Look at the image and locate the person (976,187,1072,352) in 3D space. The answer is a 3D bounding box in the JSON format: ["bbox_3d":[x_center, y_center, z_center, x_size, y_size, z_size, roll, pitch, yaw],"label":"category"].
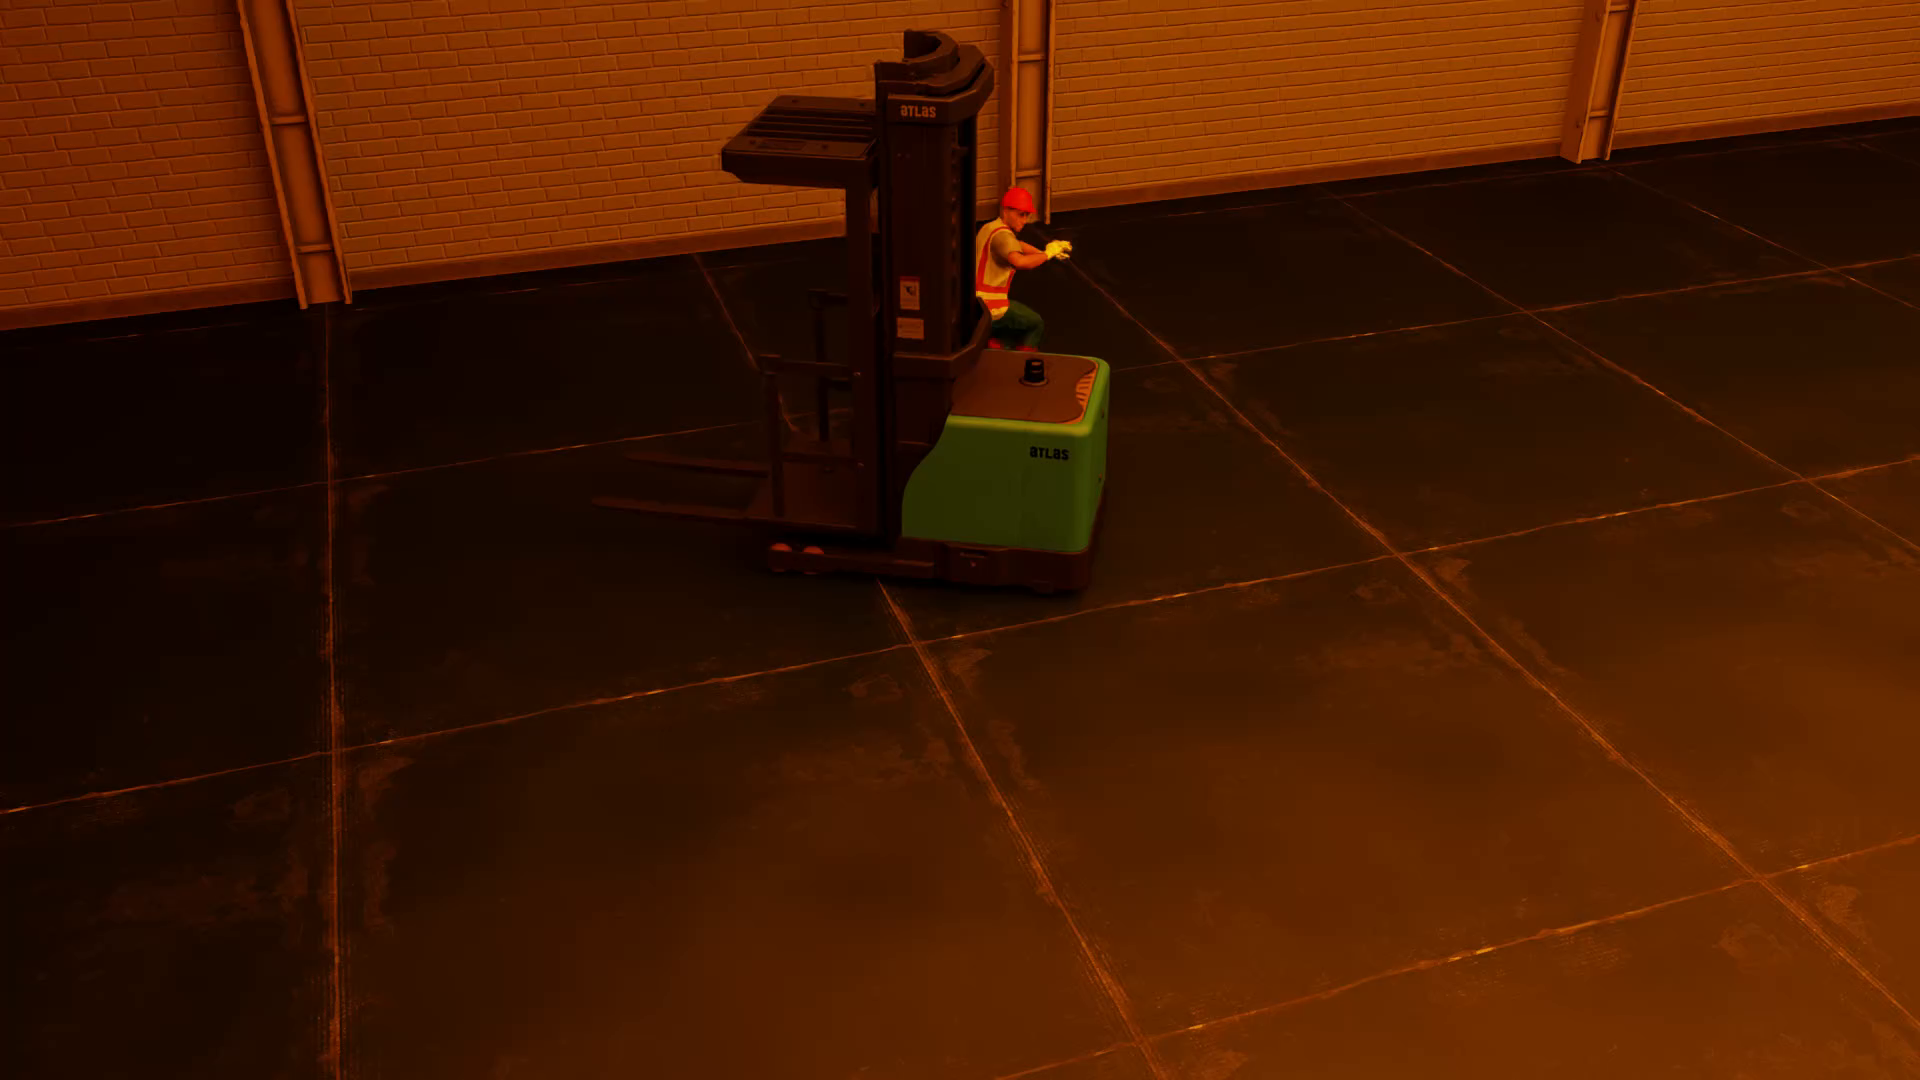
[{"bbox_3d":[0.478,-1.706,11.514,1.021,1.474,0.788,-20,35,-30],"label":"person"}]

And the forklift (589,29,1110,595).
[{"bbox_3d":[-0.678,-1.315,9.373,3.031,2.935,1.130,6,30,10],"label":"forklift"}]
